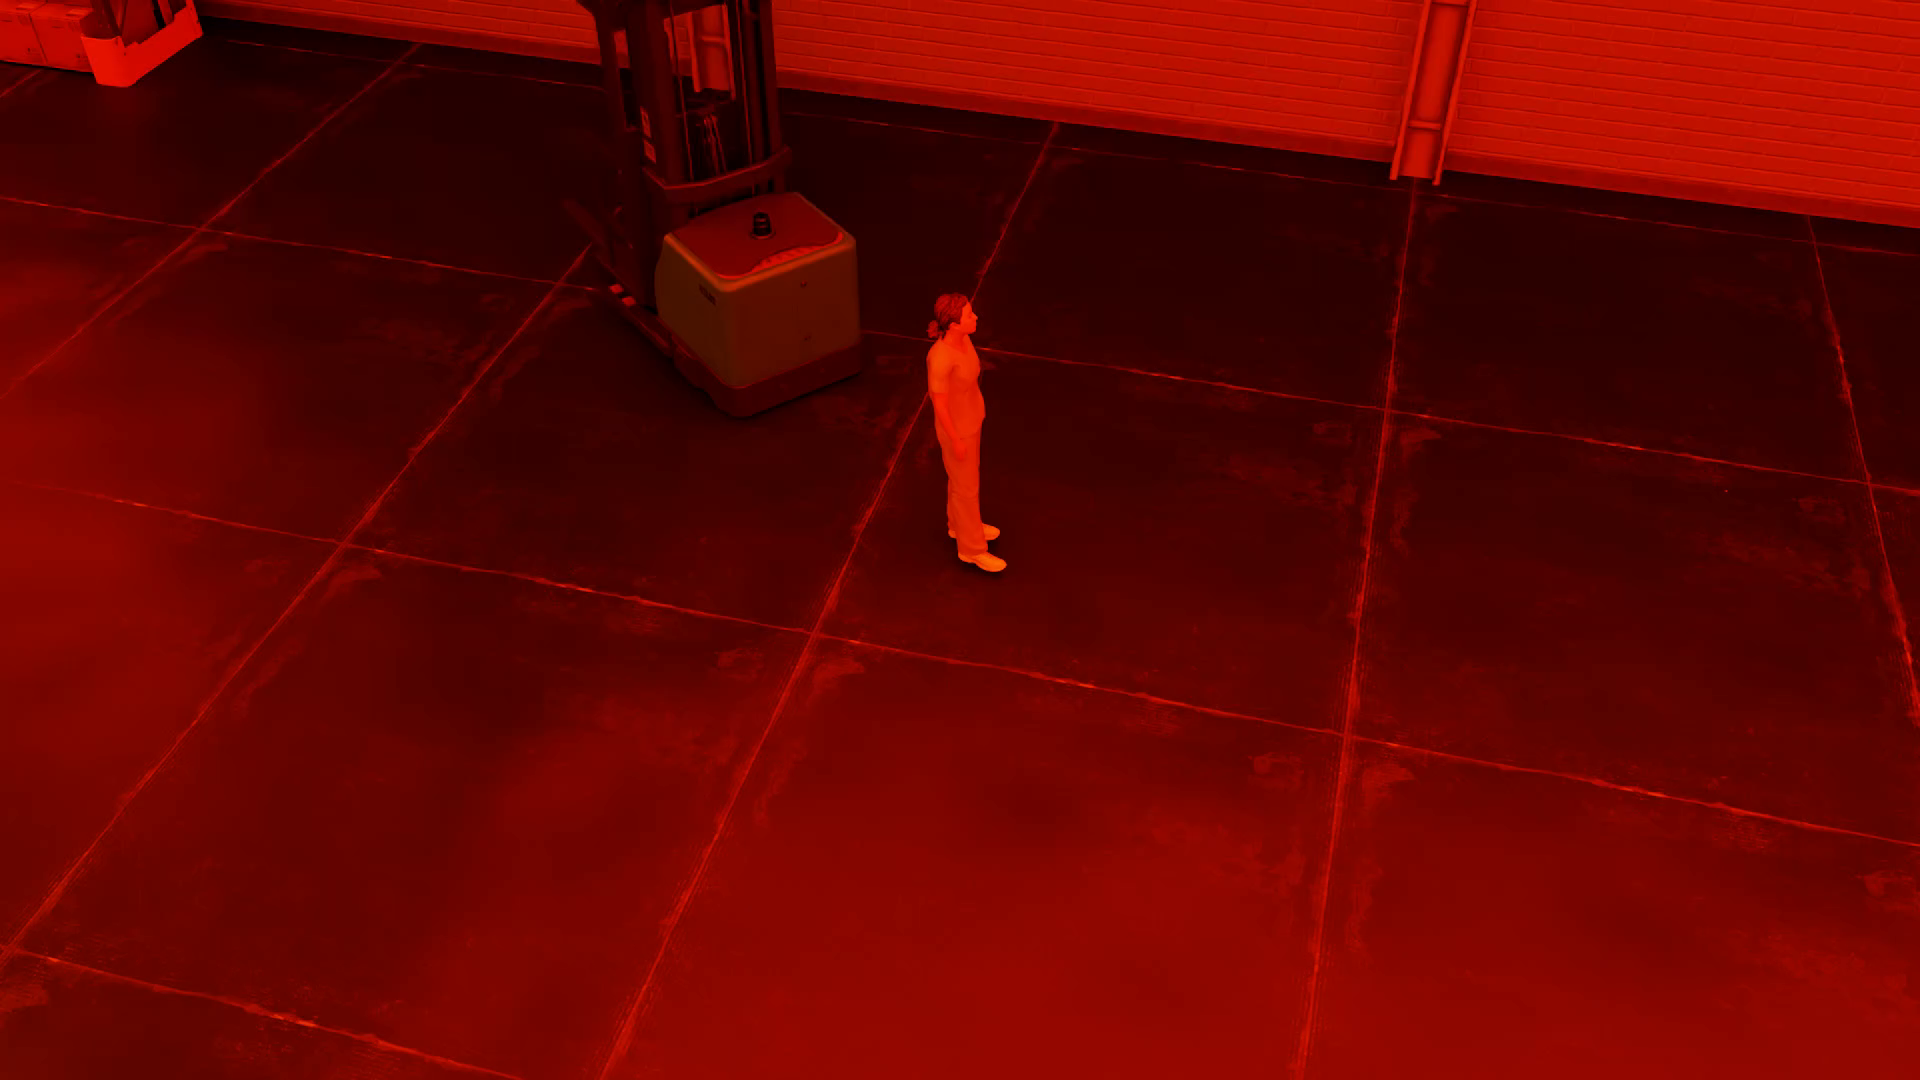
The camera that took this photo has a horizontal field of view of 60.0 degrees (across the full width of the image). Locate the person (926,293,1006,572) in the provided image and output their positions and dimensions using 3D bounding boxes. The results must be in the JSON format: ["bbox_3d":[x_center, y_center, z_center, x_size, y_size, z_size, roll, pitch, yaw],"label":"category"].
[{"bbox_3d":[0.068,-0.630,9.489,0.548,1.636,0.548,10,42,11],"label":"person"}]

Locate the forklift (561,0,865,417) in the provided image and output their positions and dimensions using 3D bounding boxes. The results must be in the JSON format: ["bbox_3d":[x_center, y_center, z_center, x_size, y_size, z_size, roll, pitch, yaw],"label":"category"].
[{"bbox_3d":[-1.905,-2.838,11.099,1.130,2.935,3.031,-25,47,-26],"label":"forklift"}]
